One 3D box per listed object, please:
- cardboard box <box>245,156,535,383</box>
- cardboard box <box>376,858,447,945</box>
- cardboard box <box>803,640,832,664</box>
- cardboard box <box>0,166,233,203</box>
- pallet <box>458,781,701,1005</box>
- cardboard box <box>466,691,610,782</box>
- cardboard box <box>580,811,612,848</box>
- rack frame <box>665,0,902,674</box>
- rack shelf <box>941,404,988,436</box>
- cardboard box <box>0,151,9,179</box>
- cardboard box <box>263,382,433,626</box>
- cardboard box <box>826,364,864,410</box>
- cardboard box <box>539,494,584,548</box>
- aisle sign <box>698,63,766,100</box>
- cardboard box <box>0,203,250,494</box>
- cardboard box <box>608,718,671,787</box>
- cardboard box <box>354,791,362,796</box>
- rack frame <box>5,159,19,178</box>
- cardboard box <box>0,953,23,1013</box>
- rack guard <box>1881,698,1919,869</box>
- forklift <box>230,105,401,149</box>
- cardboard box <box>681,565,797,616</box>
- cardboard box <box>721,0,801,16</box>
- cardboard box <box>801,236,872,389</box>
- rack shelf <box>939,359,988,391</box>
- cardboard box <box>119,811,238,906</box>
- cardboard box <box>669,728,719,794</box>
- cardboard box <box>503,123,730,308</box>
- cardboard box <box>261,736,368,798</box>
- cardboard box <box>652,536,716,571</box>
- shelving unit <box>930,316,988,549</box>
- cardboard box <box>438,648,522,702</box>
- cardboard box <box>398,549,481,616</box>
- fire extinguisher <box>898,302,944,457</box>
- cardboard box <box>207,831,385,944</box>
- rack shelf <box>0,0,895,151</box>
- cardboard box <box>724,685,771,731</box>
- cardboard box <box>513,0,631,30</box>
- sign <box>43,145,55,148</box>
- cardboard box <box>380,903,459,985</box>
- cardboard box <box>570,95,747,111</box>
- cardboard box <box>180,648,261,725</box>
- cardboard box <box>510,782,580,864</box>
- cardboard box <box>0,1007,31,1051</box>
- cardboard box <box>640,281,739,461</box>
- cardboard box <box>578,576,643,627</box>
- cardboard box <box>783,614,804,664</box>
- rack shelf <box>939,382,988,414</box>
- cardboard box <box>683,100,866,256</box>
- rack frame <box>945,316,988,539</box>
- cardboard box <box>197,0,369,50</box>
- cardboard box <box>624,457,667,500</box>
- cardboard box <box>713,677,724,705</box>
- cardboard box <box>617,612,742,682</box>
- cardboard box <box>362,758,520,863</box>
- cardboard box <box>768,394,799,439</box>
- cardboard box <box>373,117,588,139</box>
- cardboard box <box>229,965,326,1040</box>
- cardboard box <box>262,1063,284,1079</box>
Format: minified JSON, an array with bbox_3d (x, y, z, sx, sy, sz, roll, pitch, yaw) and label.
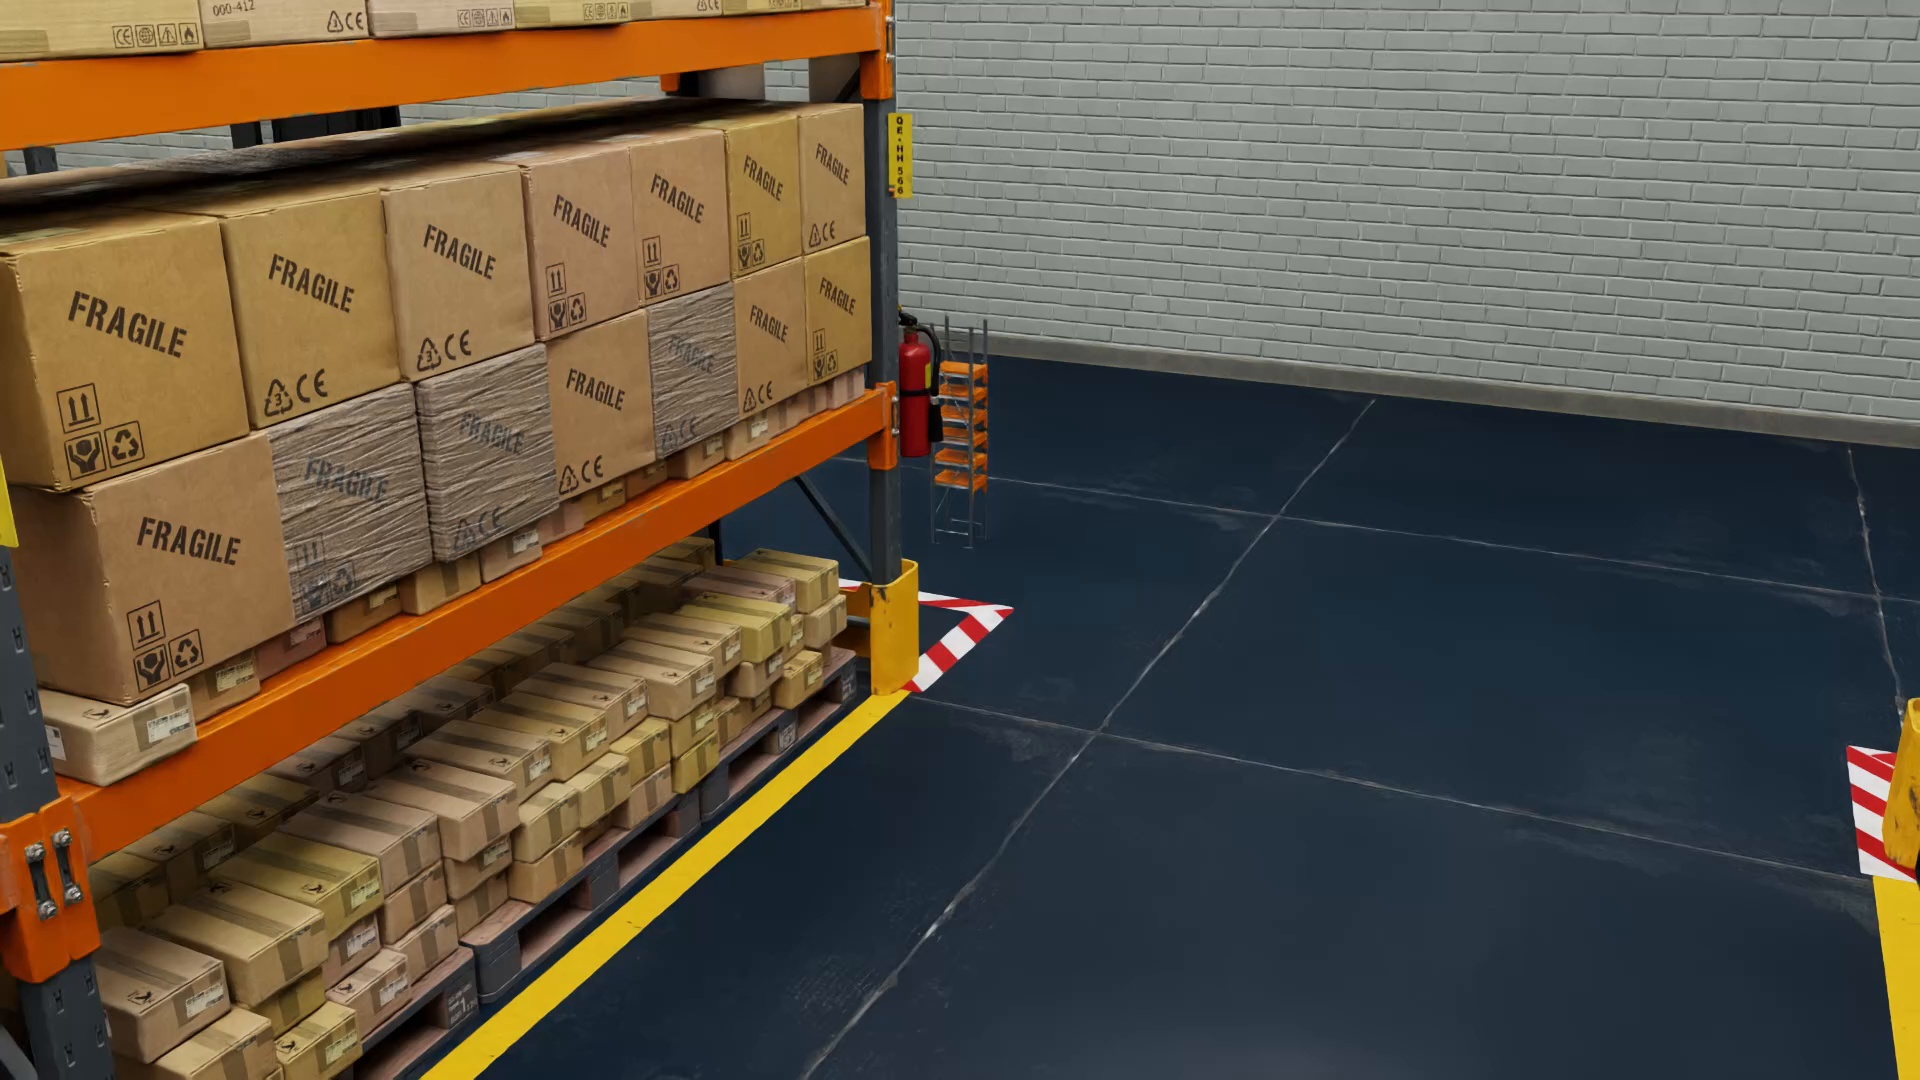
[{"bbox_3d":[-1.530,-0.748,4.510,0.500,0.500,0.500,9,21,24],"label":"cardboard box"},{"bbox_3d":[-1.728,1.012,4.830,0.380,0.149,0.250,7,21,20],"label":"cardboard box"},{"bbox_3d":[-0.758,0.437,6.890,0.380,0.149,0.250,9,21,24],"label":"cardboard box"},{"bbox_3d":[-2.218,-0.673,4.298,0.500,0.500,0.500,8,21,21],"label":"cardboard box"},{"bbox_3d":[-1.629,1.055,5.688,1.003,0.211,1.213,9,21,23],"label":"pallet"},{"bbox_3d":[-1.377,0.639,5.435,0.380,0.149,0.250,9,21,23],"label":"cardboard box"},{"bbox_3d":[-1.396,0.910,5.560,0.380,0.149,0.250,9,22,24],"label":"cardboard box"},{"bbox_3d":[-0.732,-0.897,7.016,1.000,3.000,0.127,9,21,23],"label":"rack frame"},{"bbox_3d":[-0.006,-0.632,8.730,0.258,0.103,0.180,9,21,23],"label":"rack shelf"},{"bbox_3d":[-5.176,-1.847,8.346,0.500,0.500,0.500,9,21,23],"label":"cardboard box"},{"bbox_3d":[-1.742,-0.131,4.268,0.500,0.500,0.500,9,21,23],"label":"cardboard box"},{"bbox_3d":[-0.608,-0.641,6.669,0.380,0.149,0.250,9,21,23],"label":"cardboard box"},{"bbox_3d":[-1.393,-0.096,5.136,0.380,0.149,0.250,9,22,25],"label":"cardboard box"},{"bbox_3d":[-0.976,-2.186,6.759,0.394,0.787,0.004,9,21,23],"label":"aisle sign"},{"bbox_3d":[-1.963,-0.438,3.637,0.500,0.500,0.500,9,22,24],"label":"cardboard box"},{"bbox_3d":[-1.221,0.703,5.699,0.380,0.149,0.250,10,22,25],"label":"cardboard box"},{"bbox_3d":[-2.060,0.878,5.207,0.380,0.149,0.250,9,22,24],"label":"cardboard box"},{"bbox_3d":[-5.213,-1.608,9.015,0.949,2.616,0.053,9,21,23],"label":"rack frame"},{"bbox_3d":[-2.462,1.046,4.291,0.380,0.149,0.250,9,22,24],"label":"cardboard box"},{"bbox_3d":[3.835,0.921,5.632,1.175,0.500,0.348,9,21,23],"label":"rack guard"},{"bbox_3d":[-3.548,-1.328,8.330,3.031,2.935,1.130,-1,20,-2],"label":"forklift"},{"bbox_3d":[-0.873,0.233,6.577,0.380,0.149,0.250,9,21,24],"label":"cardboard box"},{"bbox_3d":[-0.880,-1.908,5.604,0.500,0.250,0.500,9,21,23],"label":"cardboard box"},{"bbox_3d":[-0.682,-0.912,6.464,0.500,0.500,0.500,9,21,24],"label":"cardboard box"},{"bbox_3d":[-0.006,-0.858,8.650,0.258,0.103,0.180,9,21,23],"label":"rack shelf"},{"bbox_3d":[-2.298,0.885,4.743,0.380,0.149,0.250,8,21,22],"label":"cardboard box"},{"bbox_3d":[-1.094,0.763,5.976,0.380,0.149,0.250,8,21,20],"label":"cardboard box"},{"bbox_3d":[-1.105,-1.067,5.406,0.500,0.500,0.500,10,22,25],"label":"cardboard box"},{"bbox_3d":[-2.094,0.721,5.204,0.380,0.149,0.250,7,21,20],"label":"cardboard box"},{"bbox_3d":[-1.257,0.081,7.004,0.380,0.149,0.250,8,21,20],"label":"cardboard box"},{"bbox_3d":[-0.006,-0.561,8.755,0.258,1.200,0.189,9,21,23],"label":"shelving unit"},{"bbox_3d":[-1.778,0.486,5.865,0.380,0.149,0.250,9,21,24],"label":"cardboard box"},{"bbox_3d":[-1.577,0.074,4.660,0.380,0.149,0.250,9,21,24],"label":"cardboard box"},{"bbox_3d":[-0.208,-0.699,7.130,0.296,0.674,0.183,9,21,23],"label":"fire extinguisher"},{"bbox_3d":[-1.815,0.953,4.552,0.380,0.149,0.250,8,21,22],"label":"cardboard box"},{"bbox_3d":[-1.551,-1.360,4.915,1.077,0.370,4.000,9,21,23],"label":"rack shelf"},{"bbox_3d":[-0.957,0.599,6.436,0.380,0.149,0.250,8,21,22],"label":"cardboard box"},{"bbox_3d":[-1.295,-1.593,4.718,0.500,0.250,0.500,10,22,25],"label":"cardboard box"},{"bbox_3d":[-4.727,-2.187,8.561,0.100,0.325,0.005,9,21,23],"label":"sign"},{"bbox_3d":[-1.706,1.155,4.874,0.380,0.149,0.250,8,21,22],"label":"cardboard box"},{"bbox_3d":[-1.158,-1.455,6.498,0.500,0.500,0.500,8,21,22],"label":"cardboard box"},{"bbox_3d":[-1.918,0.313,3.988,0.380,0.149,0.250,9,22,24],"label":"cardboard box"},{"bbox_3d":[-1.433,0.863,5.249,0.380,0.149,0.250,8,21,22],"label":"cardboard box"},{"bbox_3d":[-2.531,1.191,4.328,0.380,0.149,0.250,9,21,24],"label":"cardboard box"},{"bbox_3d":[-1.096,-0.599,5.583,0.500,0.500,0.500,9,21,23],"label":"cardboard box"},{"bbox_3d":[-1.480,0.241,6.554,0.380,0.149,0.250,8,21,23],"label":"cardboard box"},{"bbox_3d":[-0.844,0.381,6.606,0.380,0.149,0.250,8,21,21],"label":"cardboard box"},{"bbox_3d":[-0.006,-0.745,8.690,0.258,0.103,0.180,9,21,23],"label":"rack shelf"},{"bbox_3d":[-0.693,-1.382,6.292,0.500,0.500,0.500,8,21,22],"label":"cardboard box"},{"bbox_3d":[0.032,-0.589,8.834,0.240,1.200,0.006,9,21,23],"label":"rack frame"},{"bbox_3d":[-1.743,-1.277,3.830,0.500,0.250,0.500,8,21,22],"label":"cardboard box"},{"bbox_3d":[-1.216,-0.259,5.595,0.380,0.149,0.250,8,21,20],"label":"cardboard box"},{"bbox_3d":[-1.103,0.535,6.171,0.380,0.149,0.250,8,21,22],"label":"cardboard box"},{"bbox_3d":[-1.027,0.400,6.107,0.380,0.149,0.250,8,21,21],"label":"cardboard box"},{"bbox_3d":[-1.550,0.804,4.972,0.380,0.149,0.250,9,21,24],"label":"cardboard box"},{"bbox_3d":[-0.833,-0.491,6.248,0.380,0.149,0.250,8,21,22],"label":"cardboard box"},{"bbox_3d":[-1.593,-1.144,5.623,0.500,0.500,0.500,8,21,21],"label":"cardboard box"},{"bbox_3d":[-1.908,1.174,4.375,0.380,0.149,0.250,9,21,23],"label":"cardboard box"},{"bbox_3d":[-1.928,1.403,4.174,0.380,0.149,0.250,8,21,20],"label":"cardboard box"}]
